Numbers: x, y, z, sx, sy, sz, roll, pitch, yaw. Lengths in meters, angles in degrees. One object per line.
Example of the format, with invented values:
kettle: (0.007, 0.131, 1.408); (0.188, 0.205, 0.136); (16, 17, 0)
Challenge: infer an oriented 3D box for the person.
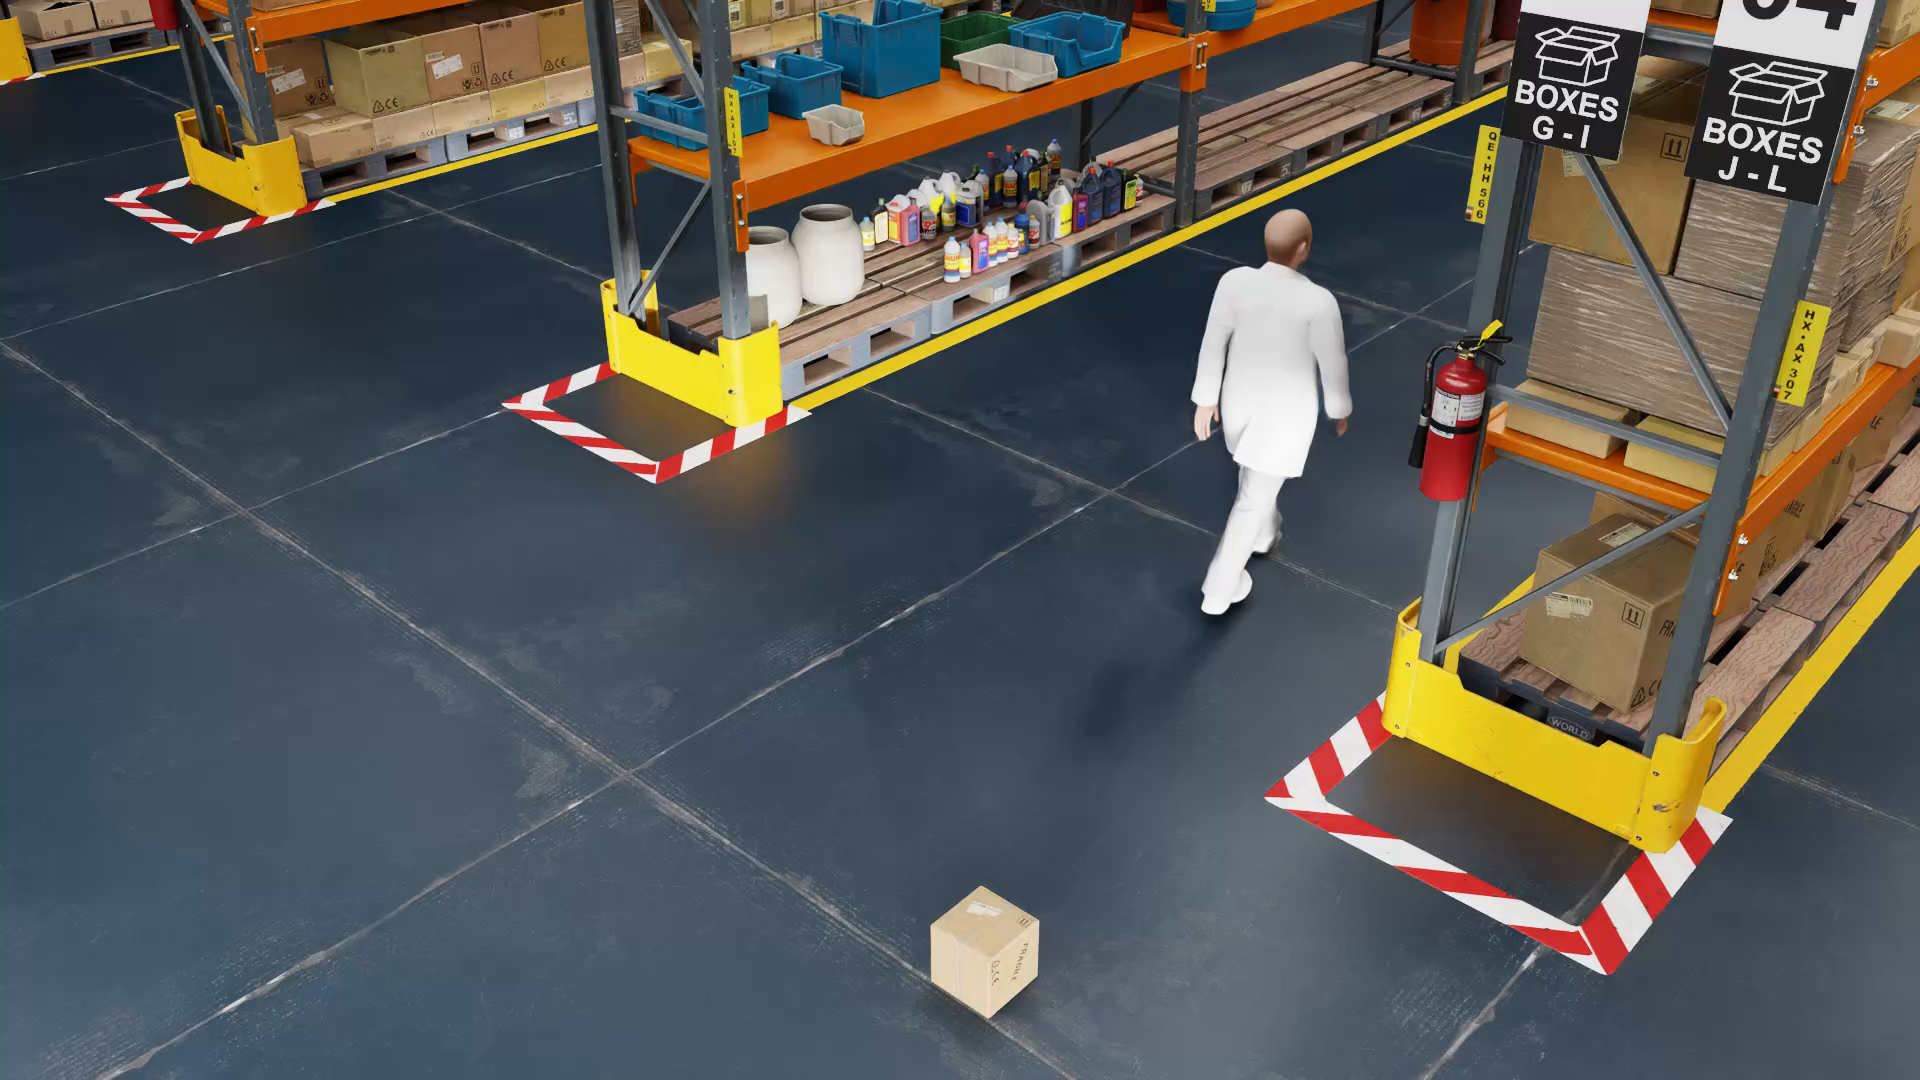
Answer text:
person: (1.352, -0.557, 7.092); (0.620, 1.806, 0.902); (22, 37, 32)
